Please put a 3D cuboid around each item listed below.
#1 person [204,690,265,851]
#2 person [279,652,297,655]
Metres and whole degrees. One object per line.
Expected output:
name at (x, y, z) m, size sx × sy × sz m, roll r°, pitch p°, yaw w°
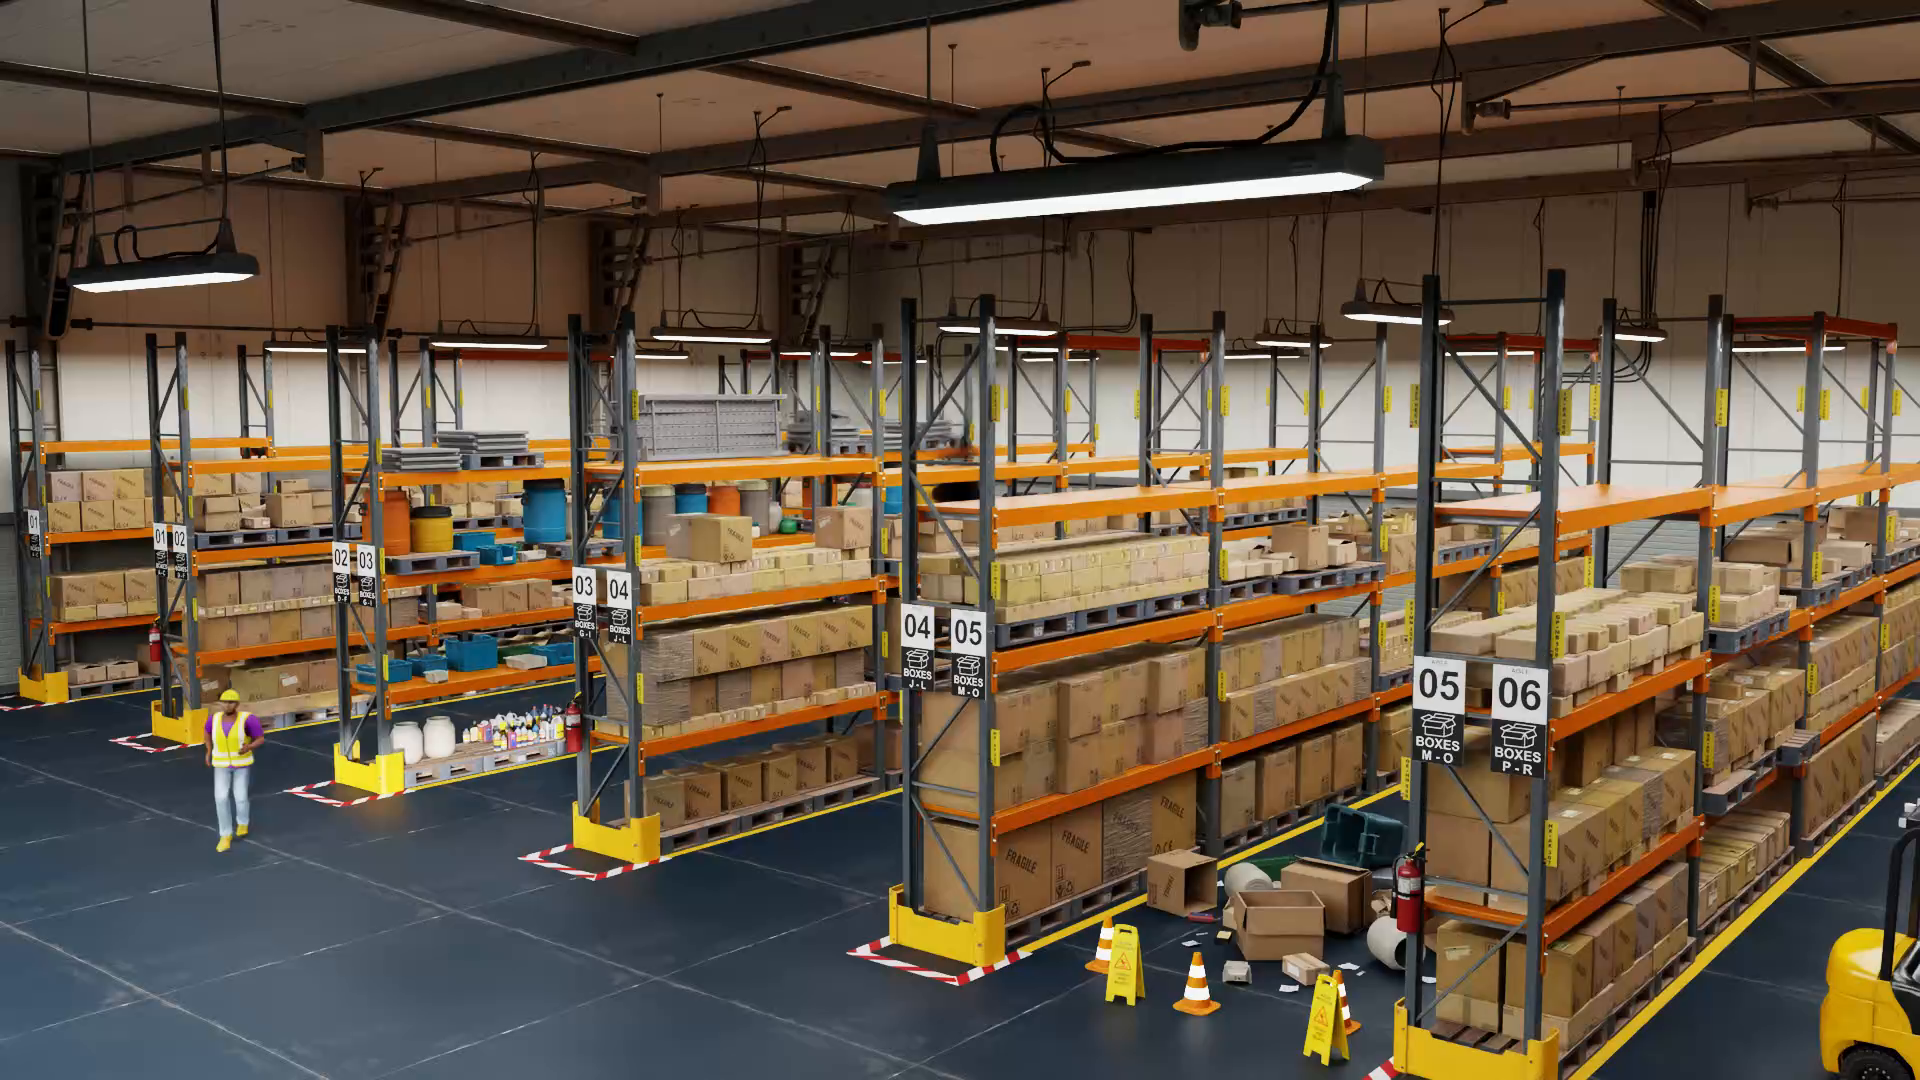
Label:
person at (-8.266, 2.598, 18.941) m, size 0.681 × 1.827 × 0.778 m, roll -1°, pitch 5°, yaw -16°
person at (-11.312, 1.819, 28.059) m, size 0.579 × 1.607 × 0.793 m, roll 3°, pitch 6°, yaw 27°
